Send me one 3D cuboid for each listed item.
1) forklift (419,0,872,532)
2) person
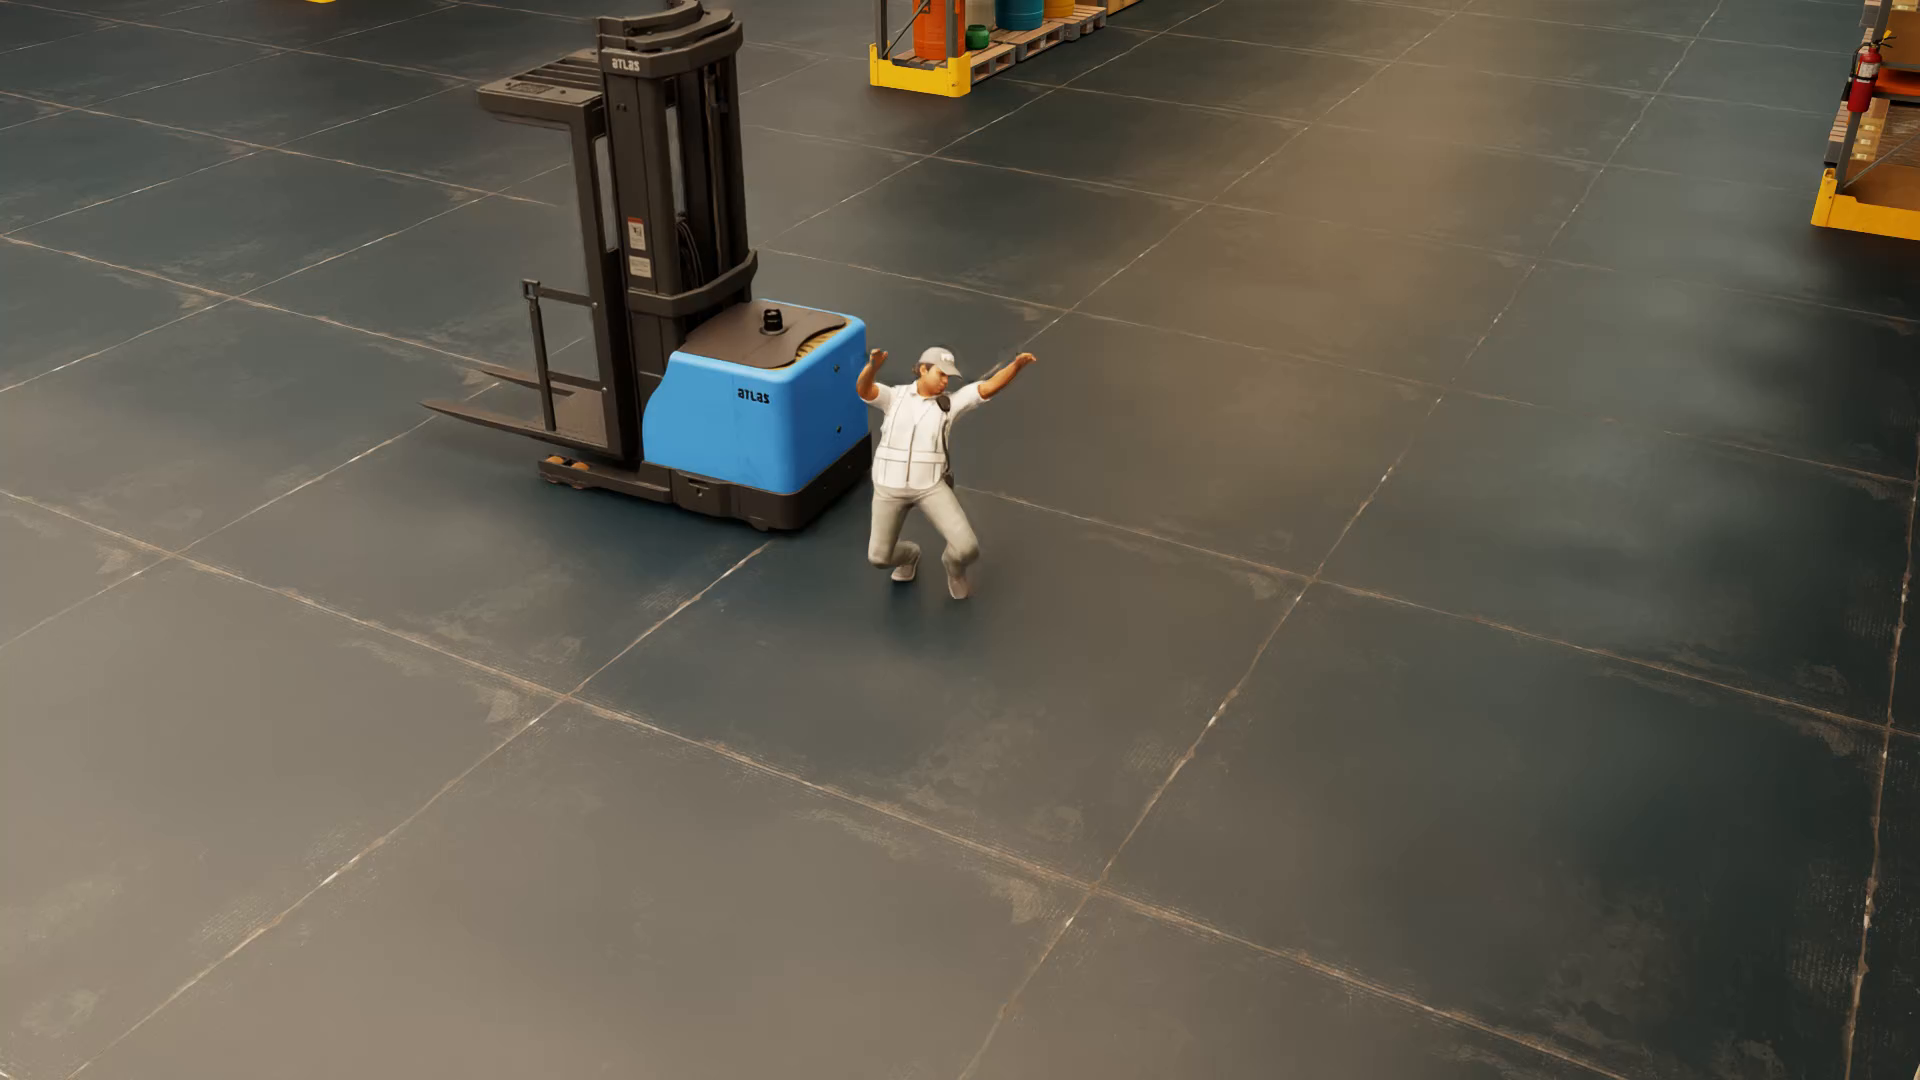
[{"bbox_3d":[-2.122,-1.816,10.217,3.031,2.935,1.130,14,33,22],"label":"forklift"},{"bbox_3d":[-0.082,-0.386,9.137,0.964,1.579,0.753,3,30,5],"label":"person"}]
